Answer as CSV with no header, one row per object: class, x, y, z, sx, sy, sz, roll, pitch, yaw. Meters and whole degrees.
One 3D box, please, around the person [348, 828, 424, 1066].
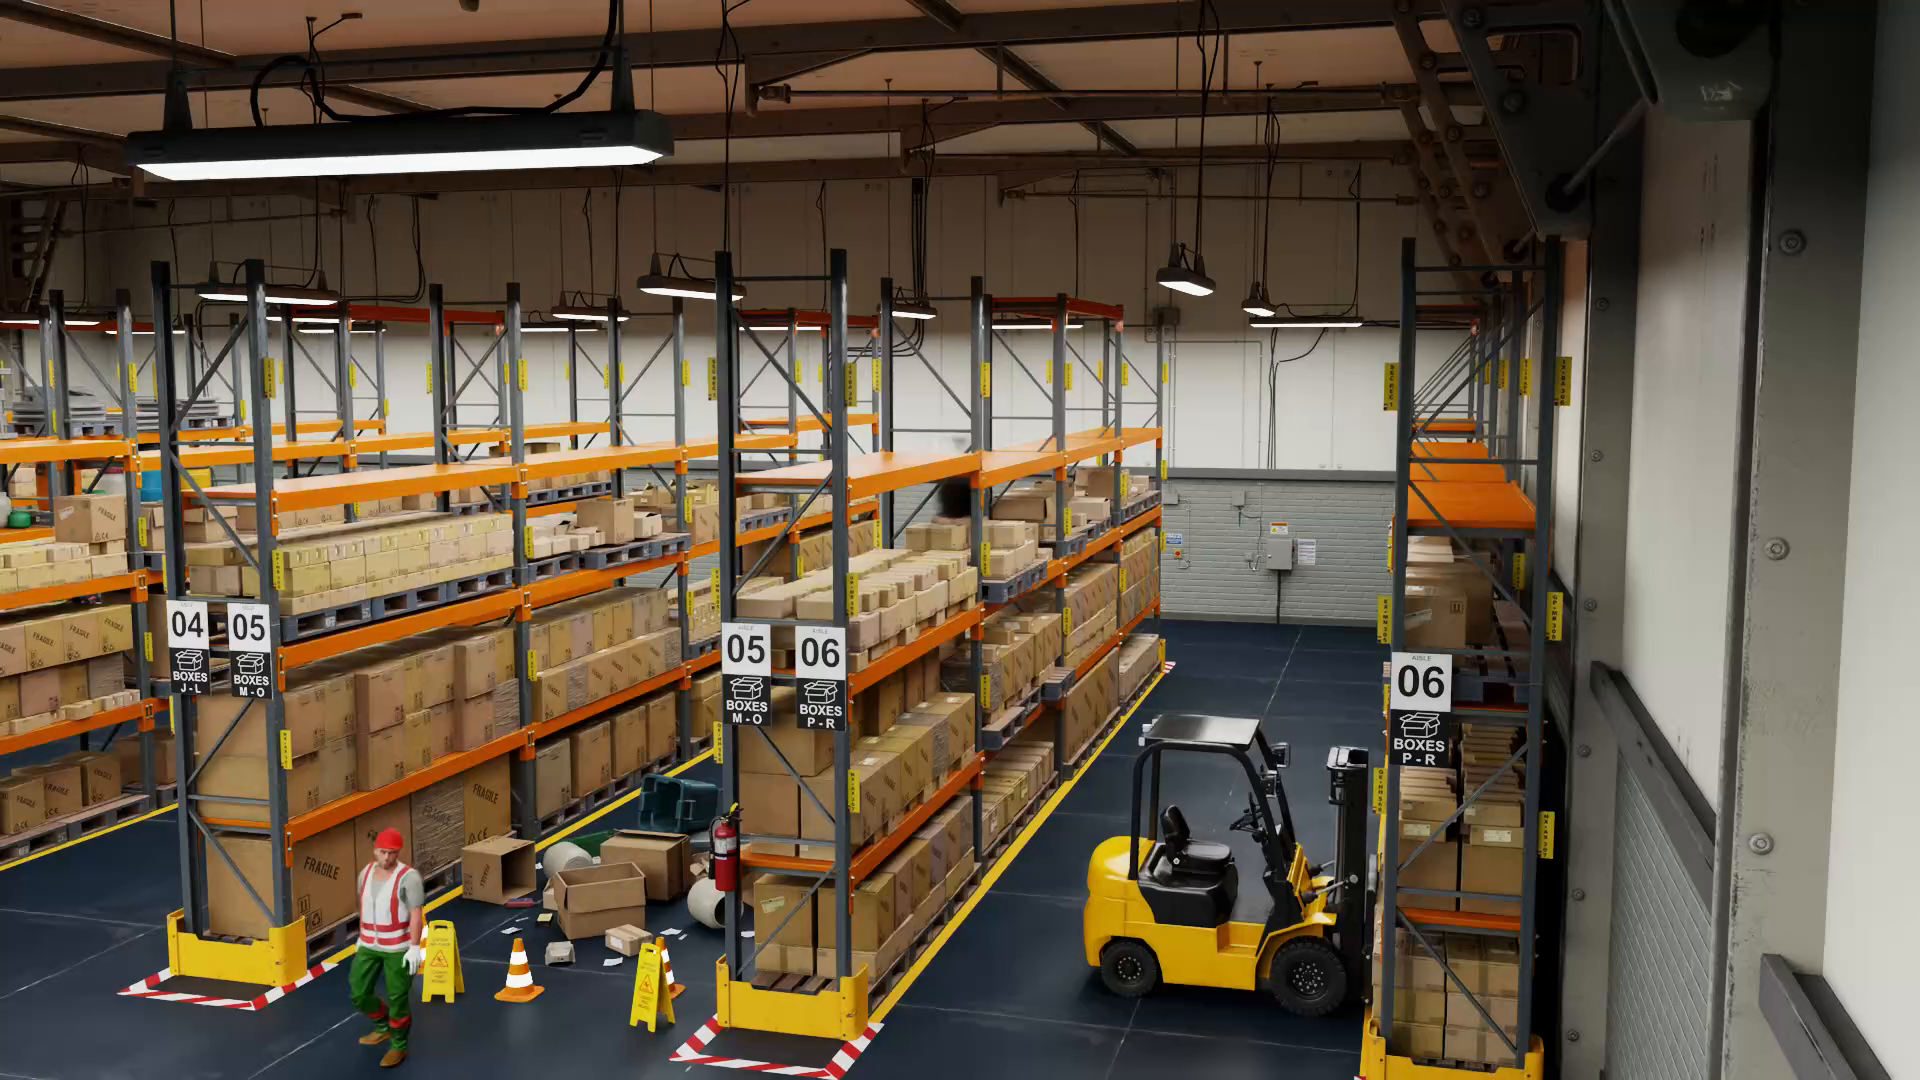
person,-4.205,2.976,12.269,0.610,1.781,0.441,1,6,13
